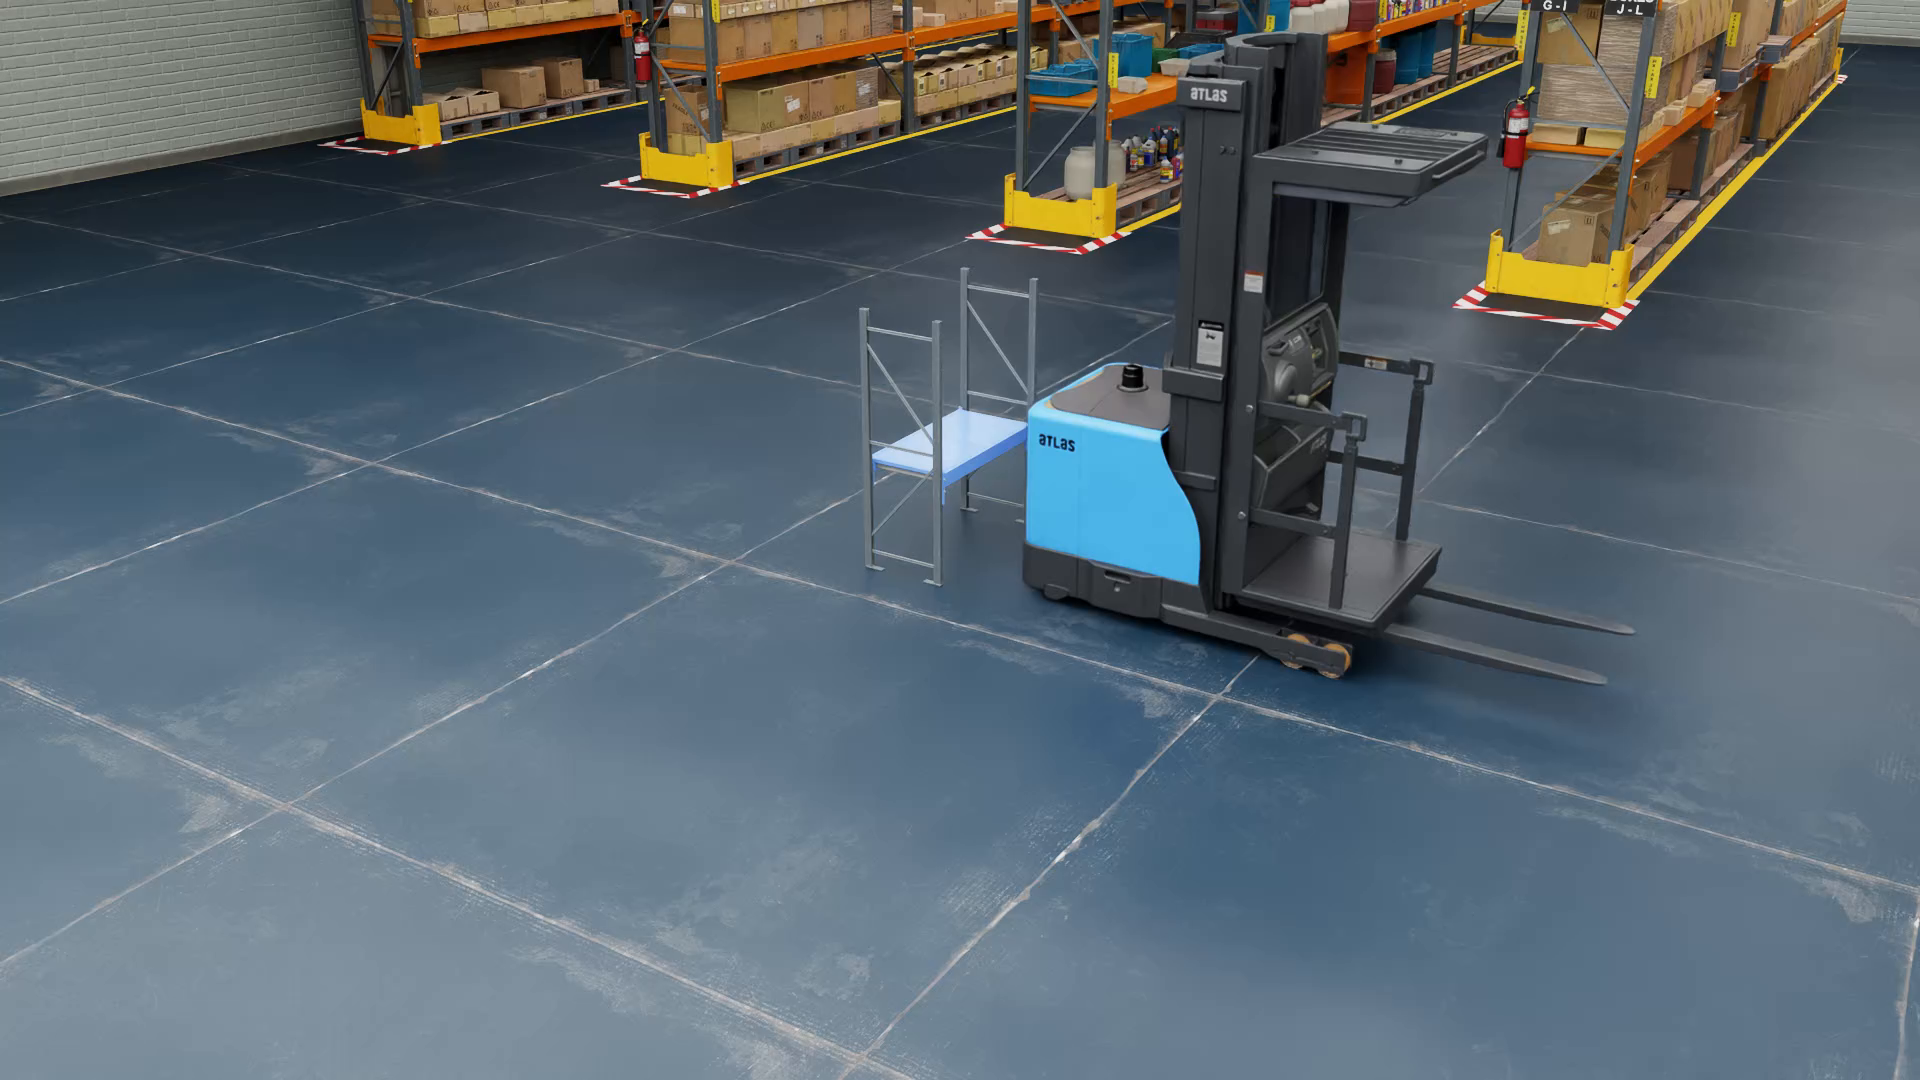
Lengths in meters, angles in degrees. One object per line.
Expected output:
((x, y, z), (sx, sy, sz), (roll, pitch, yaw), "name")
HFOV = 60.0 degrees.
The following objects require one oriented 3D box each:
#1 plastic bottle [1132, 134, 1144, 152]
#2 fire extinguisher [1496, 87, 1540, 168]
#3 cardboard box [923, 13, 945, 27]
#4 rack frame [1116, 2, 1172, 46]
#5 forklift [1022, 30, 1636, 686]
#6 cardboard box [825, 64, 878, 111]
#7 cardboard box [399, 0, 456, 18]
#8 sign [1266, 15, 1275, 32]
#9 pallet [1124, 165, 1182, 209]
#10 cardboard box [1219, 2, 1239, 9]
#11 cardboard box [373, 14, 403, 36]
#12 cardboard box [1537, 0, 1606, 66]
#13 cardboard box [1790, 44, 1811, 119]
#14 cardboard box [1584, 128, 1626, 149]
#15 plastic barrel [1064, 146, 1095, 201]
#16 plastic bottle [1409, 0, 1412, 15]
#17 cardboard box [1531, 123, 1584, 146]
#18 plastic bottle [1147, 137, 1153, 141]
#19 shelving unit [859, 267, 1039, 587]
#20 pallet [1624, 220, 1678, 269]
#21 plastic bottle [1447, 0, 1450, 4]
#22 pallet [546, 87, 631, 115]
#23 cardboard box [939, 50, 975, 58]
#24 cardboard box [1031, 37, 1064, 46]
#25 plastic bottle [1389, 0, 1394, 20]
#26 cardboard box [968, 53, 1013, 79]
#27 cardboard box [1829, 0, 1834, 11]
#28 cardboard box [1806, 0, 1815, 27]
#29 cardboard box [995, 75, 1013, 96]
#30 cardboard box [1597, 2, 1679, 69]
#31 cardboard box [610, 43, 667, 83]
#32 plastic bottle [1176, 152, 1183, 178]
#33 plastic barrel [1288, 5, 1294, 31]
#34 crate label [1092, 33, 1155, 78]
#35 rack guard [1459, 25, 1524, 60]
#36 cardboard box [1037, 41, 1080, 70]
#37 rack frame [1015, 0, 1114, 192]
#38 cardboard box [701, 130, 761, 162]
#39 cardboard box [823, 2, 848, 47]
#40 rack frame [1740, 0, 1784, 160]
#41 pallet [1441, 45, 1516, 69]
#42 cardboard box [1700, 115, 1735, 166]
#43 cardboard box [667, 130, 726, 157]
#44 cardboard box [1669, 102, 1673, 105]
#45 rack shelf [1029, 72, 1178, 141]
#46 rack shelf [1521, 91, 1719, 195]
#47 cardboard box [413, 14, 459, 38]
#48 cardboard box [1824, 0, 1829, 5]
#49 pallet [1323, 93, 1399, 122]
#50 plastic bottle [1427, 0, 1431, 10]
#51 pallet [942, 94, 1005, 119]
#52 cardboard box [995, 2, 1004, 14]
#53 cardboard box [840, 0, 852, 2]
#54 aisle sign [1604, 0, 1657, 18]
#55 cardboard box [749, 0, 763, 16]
((2.033, -4.503, 19.157), (0.144, 0.351, 0.185), (14, 27, 29), "plastic bottle")
((4.781, -3.544, 14.258), (0.296, 0.674, 0.183), (14, 27, 29), "fire extinguisher")
((-0.430, -7.090, 22.668), (0.380, 0.149, 0.250), (14, 27, 29), "cardboard box")
((3.149, -9.649, 28.263), (1.000, 3.000, 0.127), (14, 27, 29), "rack frame")
((1.861, -0.907, 8.155), (3.031, 2.935, 1.130), (14, 27, 29), "forklift")
((-1.404, -5.855, 21.488), (0.500, 0.500, 0.500), (14, 27, 29), "cardboard box")
((-6.885, -7.018, 21.406), (0.500, 0.500, 0.500), (14, 27, 29), "cardboard box")
((3.596, -5.918, 19.295), (0.100, 0.325, 0.005), (14, 27, 29), "sign")
((2.102, -3.999, 18.721), (1.003, 0.211, 1.213), (14, 27, 29), "pallet")
((5.181, -9.819, 31.248), (0.500, 0.500, 0.500), (14, 27, 29), "cardboard box")
((-7.310, -6.774, 21.787), (0.500, 0.250, 0.500), (14, 27, 30), "cardboard box")
((5.313, -4.400, 14.380), (0.500, 0.500, 0.500), (14, 27, 29), "cardboard box")
((10.771, -6.267, 22.598), (1.225, 0.875, 0.875), (13, 27, 27), "cardboard box")
((5.586, -3.453, 14.266), (0.380, 0.149, 0.250), (14, 27, 29), "cardboard box")
((1.307, -3.849, 17.468), (0.421, 0.512, 0.421), (0, 23, 0), "plastic barrel")
((6.441, -7.702, 23.928), (0.097, 0.271, 0.097), (0, 23, 0), "plastic bottle")
((5.208, -3.546, 14.481), (0.380, 0.149, 0.250), (14, 27, 29), "cardboard box")
((2.211, -4.553, 19.372), (0.097, 0.271, 0.097), (0, 23, 0), "plastic bottle")
((-0.045, -0.659, 9.386), (0.538, 1.500, 1.048), (14, 27, 29), "shelving unit")
((6.376, -2.945, 16.286), (1.003, 0.211, 1.213), (14, 27, 29), "pallet")
((7.422, -8.352, 25.423), (0.152, 0.276, 0.135), (14, 27, 29), "plastic bottle")
((-5.606, -6.472, 24.434), (1.003, 0.211, 1.213), (14, 27, 29), "pallet")
((-0.028, -7.021, 24.420), (0.500, 0.311, 0.500), (13, 27, 28), "cardboard box")
((1.333, -7.719, 26.397), (0.500, 0.500, 0.500), (15, 28, 31), "cardboard box")
((5.992, -7.437, 23.310), (0.152, 0.276, 0.135), (14, 27, 29), "plastic bottle")
((0.434, -6.912, 24.168), (0.500, 0.311, 0.500), (14, 27, 29), "cardboard box")
((12.685, -7.924, 24.595), (0.380, 0.149, 0.250), (14, 27, 30), "cardboard box")
((11.281, -7.237, 22.566), (0.500, 0.500, 0.500), (15, 27, 31), "cardboard box")
((0.432, -6.657, 24.285), (0.500, 0.250, 0.500), (15, 27, 30), "cardboard box")
((5.754, -4.291, 14.128), (0.500, 0.500, 0.500), (14, 27, 29), "cardboard box")
((-4.908, -7.292, 25.412), (0.700, 0.500, 0.500), (15, 28, 31), "cardboard box")
((2.427, -4.172, 18.491), (0.097, 0.271, 0.097), (0, 23, 0), "plastic bottle")
((3.826, -6.249, 20.238), (0.433, 0.535, 0.433), (0, 23, 0), "plastic barrel")
((1.766, -5.254, 18.066), (0.502, 0.435, 0.616), (14, 27, 29), "crate label")
((9.466, -8.823, 29.503), (1.175, 0.500, 0.348), (14, 27, 29), "rack guard")
((1.522, -7.447, 25.770), (0.500, 0.500, 0.500), (15, 28, 31), "cardboard box")
((1.025, -4.560, 16.507), (1.000, 3.000, 0.127), (14, 27, 29), "rack frame")
((-2.709, -4.664, 19.681), (0.500, 0.250, 0.500), (14, 27, 29), "cardboard box")
((-1.841, -6.496, 20.854), (0.700, 0.500, 0.500), (14, 27, 30), "cardboard box")
((9.453, -6.222, 20.346), (1.000, 3.000, 0.127), (14, 27, 29), "rack frame")
((8.997, -8.410, 28.911), (1.003, 0.211, 1.213), (14, 27, 29), "pallet")
((8.541, -4.663, 19.339), (0.700, 0.500, 0.500), (16, 28, 33), "cardboard box")
((-3.149, -4.773, 19.931), (0.500, 0.250, 0.500), (14, 27, 29), "cardboard box")
((6.478, -4.051, 15.647), (0.380, 0.149, 0.250), (14, 27, 29), "cardboard box")
((2.080, -4.904, 18.209), (1.077, 0.370, 4.000), (14, 27, 29), "rack shelf")
((6.288, -3.867, 15.811), (1.077, 0.370, 4.000), (14, 27, 29), "rack shelf")
((-6.865, -6.674, 21.555), (0.500, 0.250, 0.500), (13, 27, 27), "cardboard box")
((12.300, -7.910, 24.060), (0.500, 0.250, 0.500), (14, 27, 29), "cardboard box")
((5.625, -6.255, 23.933), (1.003, 0.211, 1.213), (14, 27, 29), "pallet")
((6.892, -8.013, 24.640), (0.152, 0.276, 0.135), (14, 27, 29), "plastic bottle")
((-0.073, -6.339, 24.128), (1.003, 0.211, 1.213), (14, 27, 29), "pallet")
((0.414, -7.741, 24.173), (0.380, 0.149, 0.250), (16, 28, 33), "cardboard box")
((-1.571, -6.813, 20.769), (0.380, 0.149, 0.250), (14, 27, 29), "cardboard box")
((5.455, -4.631, 13.399), (0.394, 0.787, 0.004), (14, 27, 29), "aisle sign")
((-2.522, -6.203, 19.361), (0.380, 0.149, 0.250), (14, 27, 29), "cardboard box")
